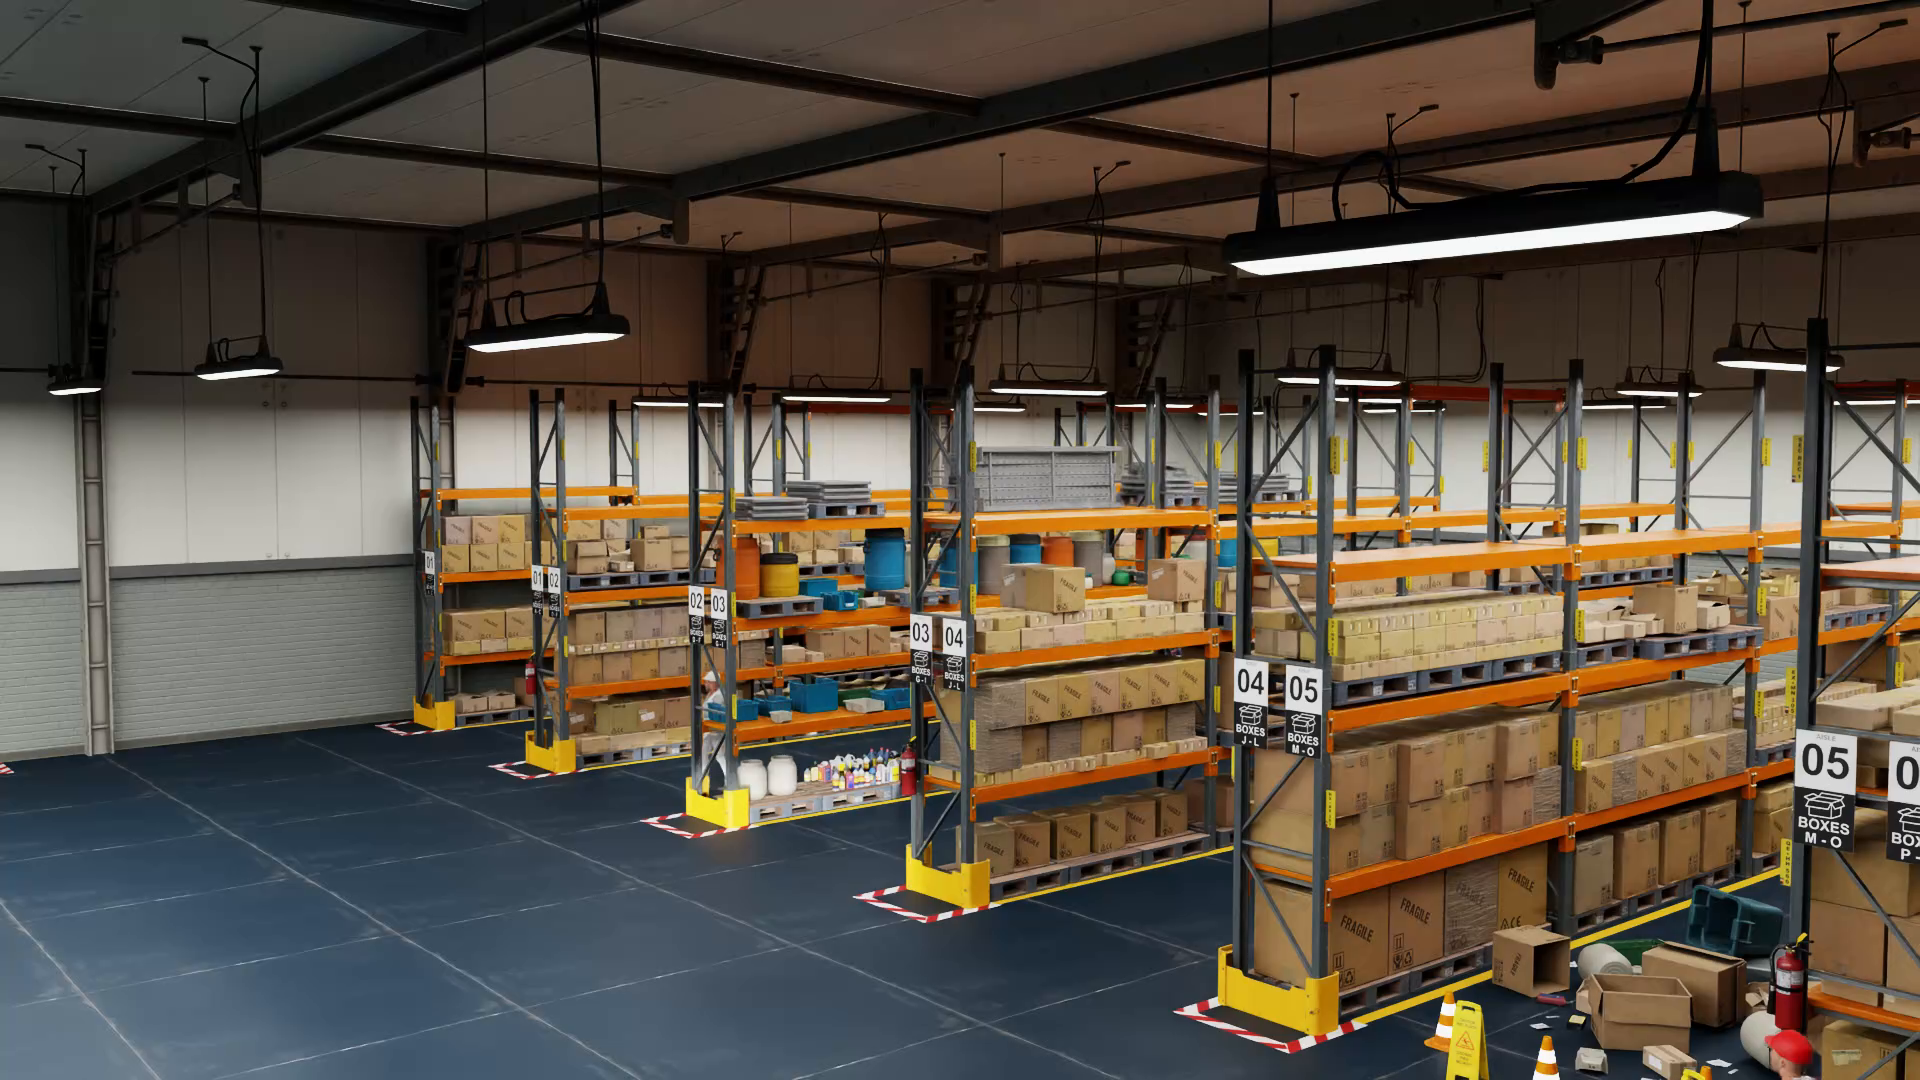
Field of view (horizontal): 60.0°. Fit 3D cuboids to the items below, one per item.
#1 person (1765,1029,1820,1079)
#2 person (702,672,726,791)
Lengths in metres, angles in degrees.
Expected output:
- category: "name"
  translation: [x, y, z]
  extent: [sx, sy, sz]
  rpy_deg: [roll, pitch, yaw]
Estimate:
- category: "person"
  translation: [4.822, 3.716, 9.690]
  extent: [0.537, 1.738, 1.092]
  rpy_deg: [-2, 4, -28]
- category: "person"
  translation: [-3.669, 2.846, 24.451]
  extent: [0.759, 1.818, 0.564]
  rpy_deg: [-2, 4, -27]
